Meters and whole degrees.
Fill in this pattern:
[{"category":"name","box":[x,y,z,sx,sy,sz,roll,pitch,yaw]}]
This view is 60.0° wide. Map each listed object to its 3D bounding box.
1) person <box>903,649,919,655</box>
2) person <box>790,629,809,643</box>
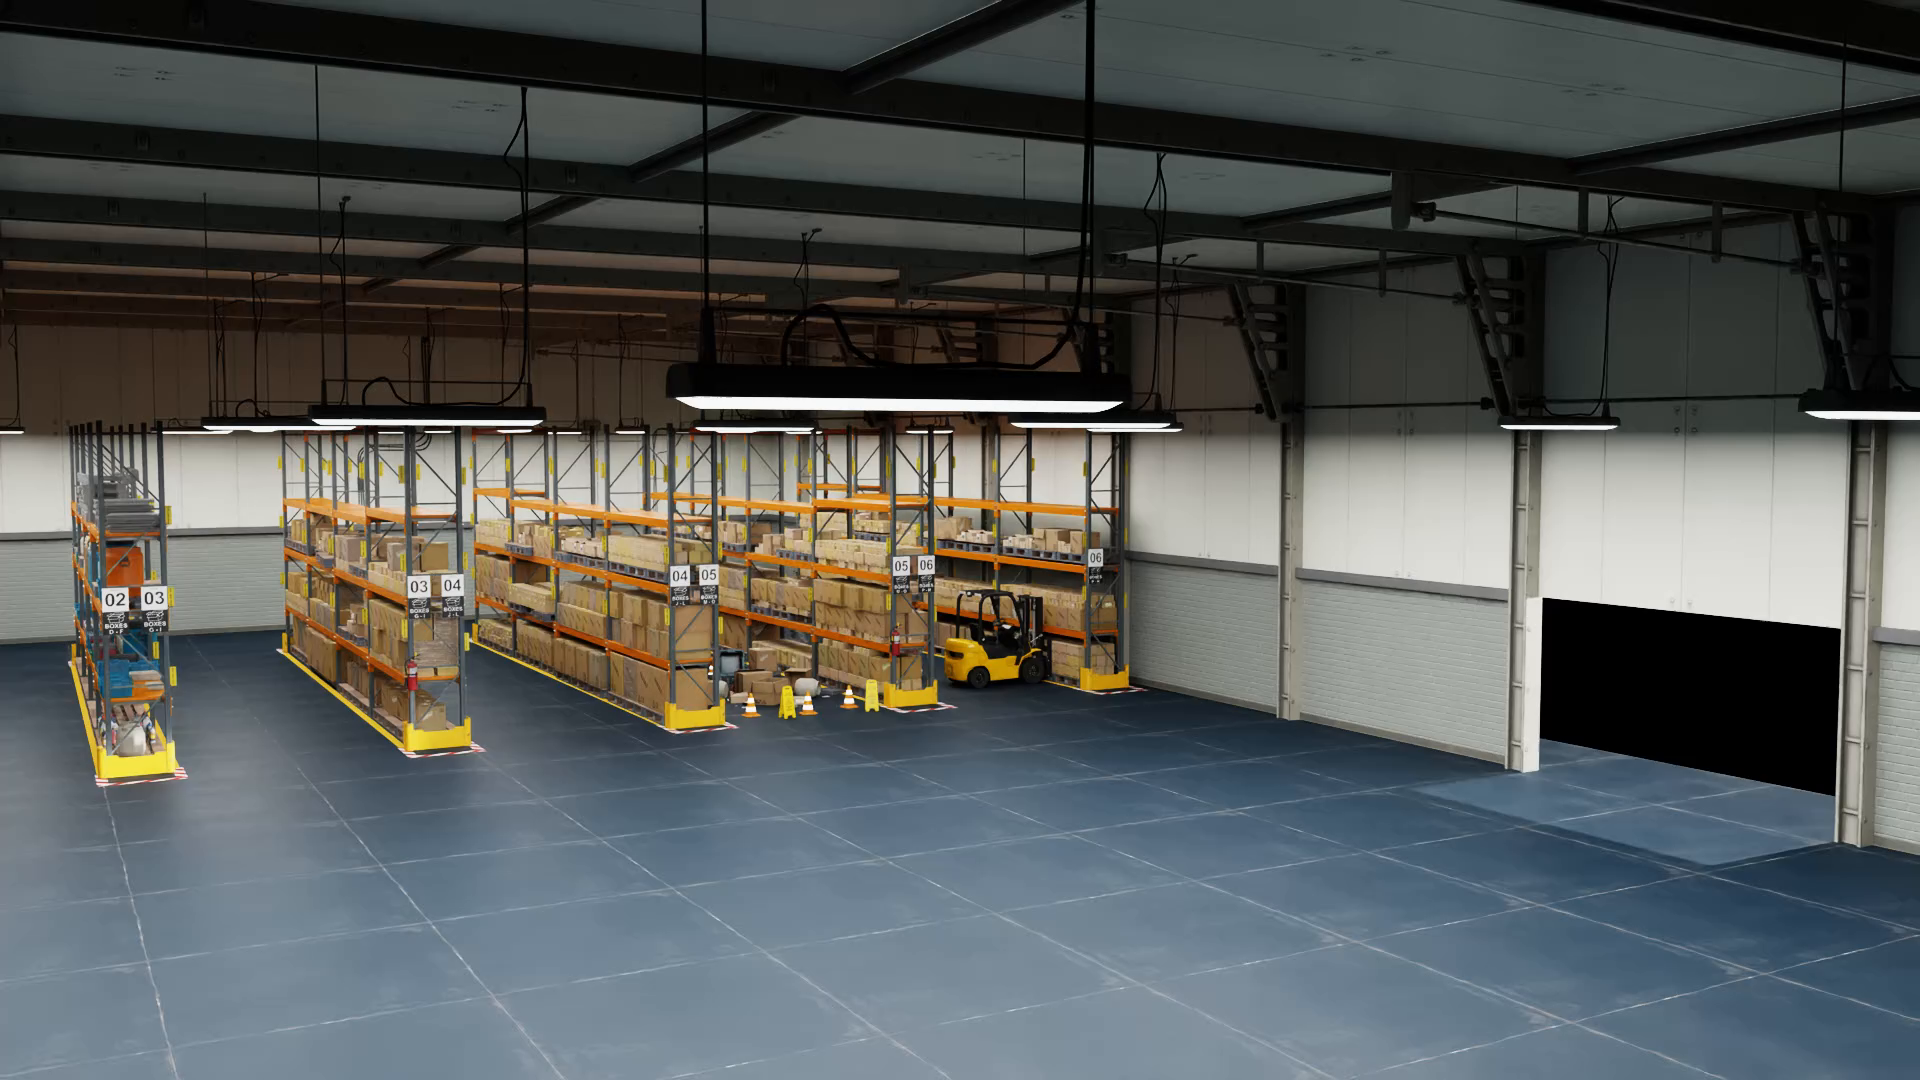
[{"category":"person","box":[-1.164,2.470,40.058,0.585,1.571,0.710,-2,4,-28]},{"category":"person","box":[-4.473,1.978,46.368,0.592,1.717,1.069,-3,5,-44]}]
